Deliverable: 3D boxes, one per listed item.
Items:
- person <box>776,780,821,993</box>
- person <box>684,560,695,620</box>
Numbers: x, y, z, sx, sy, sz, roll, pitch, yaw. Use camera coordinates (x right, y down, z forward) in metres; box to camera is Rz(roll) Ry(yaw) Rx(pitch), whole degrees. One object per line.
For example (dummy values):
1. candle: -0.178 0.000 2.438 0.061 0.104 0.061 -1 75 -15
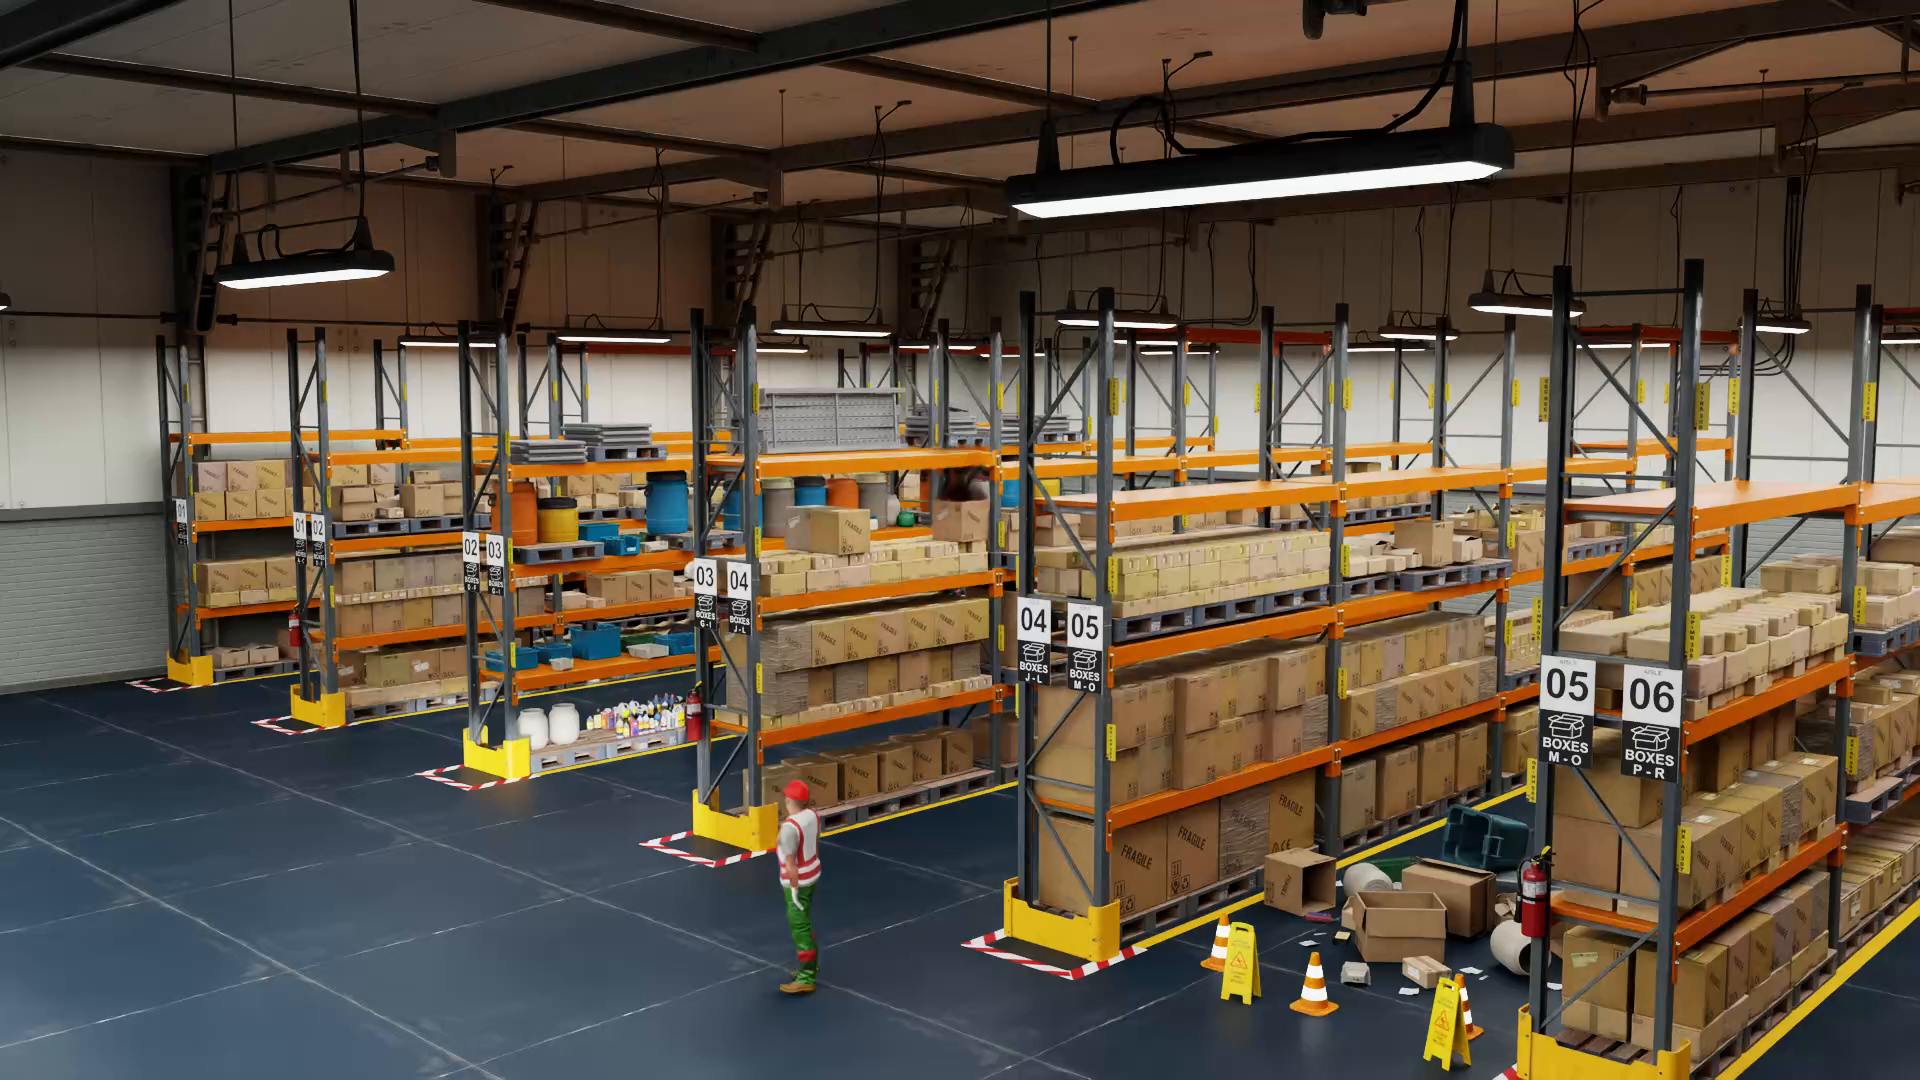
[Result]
1. person: -1.355 2.928 14.225 0.365 1.806 0.680 2 6 16
2. person: -5.398 1.066 34.169 0.453 1.762 0.604 4 6 34
